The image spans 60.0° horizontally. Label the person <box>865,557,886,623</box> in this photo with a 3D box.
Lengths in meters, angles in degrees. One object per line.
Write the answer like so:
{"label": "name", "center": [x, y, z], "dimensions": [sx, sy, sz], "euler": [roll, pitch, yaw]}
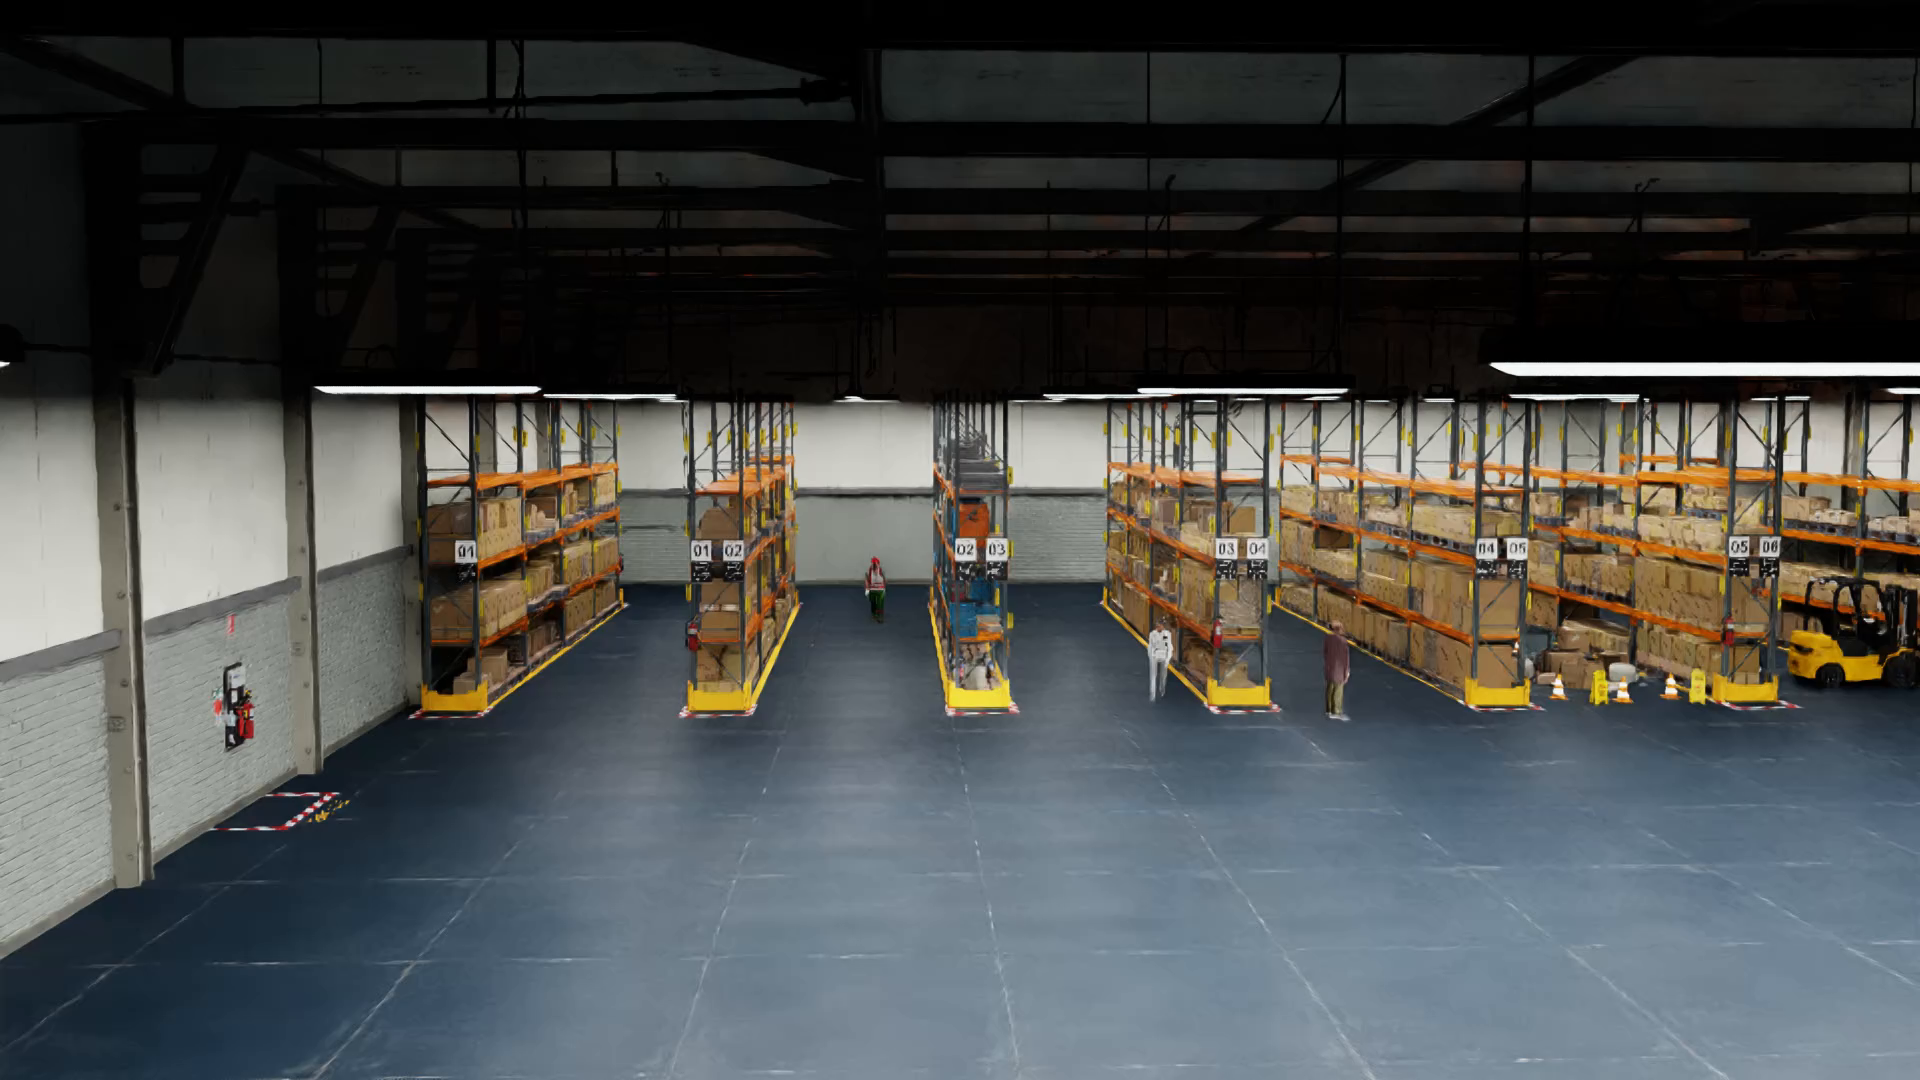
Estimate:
{"label": "person", "center": [-2.221, 1.291, 43.715], "dimensions": [0.553, 1.709, 1.123], "euler": [0, 5, 0]}

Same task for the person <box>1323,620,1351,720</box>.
{"label": "person", "center": [6.888, 2.343, 30.299], "dimensions": [0.520, 1.790, 0.656], "euler": [-3, 5, -31]}

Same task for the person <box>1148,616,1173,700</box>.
{"label": "person", "center": [3.874, 2.274, 32.227], "dimensions": [0.464, 1.609, 0.989], "euler": [0, 5, 6]}

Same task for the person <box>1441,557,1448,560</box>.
{"label": "person", "center": [13.295, 1.171, 45.562], "dimensions": [0.404, 1.663, 0.603], "euler": [0, 5, 4]}

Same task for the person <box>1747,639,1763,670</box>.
{"label": "person", "center": [17.018, 2.024, 35.791], "dimensions": [0.527, 1.536, 0.522], "euler": [3, 5, 29]}
